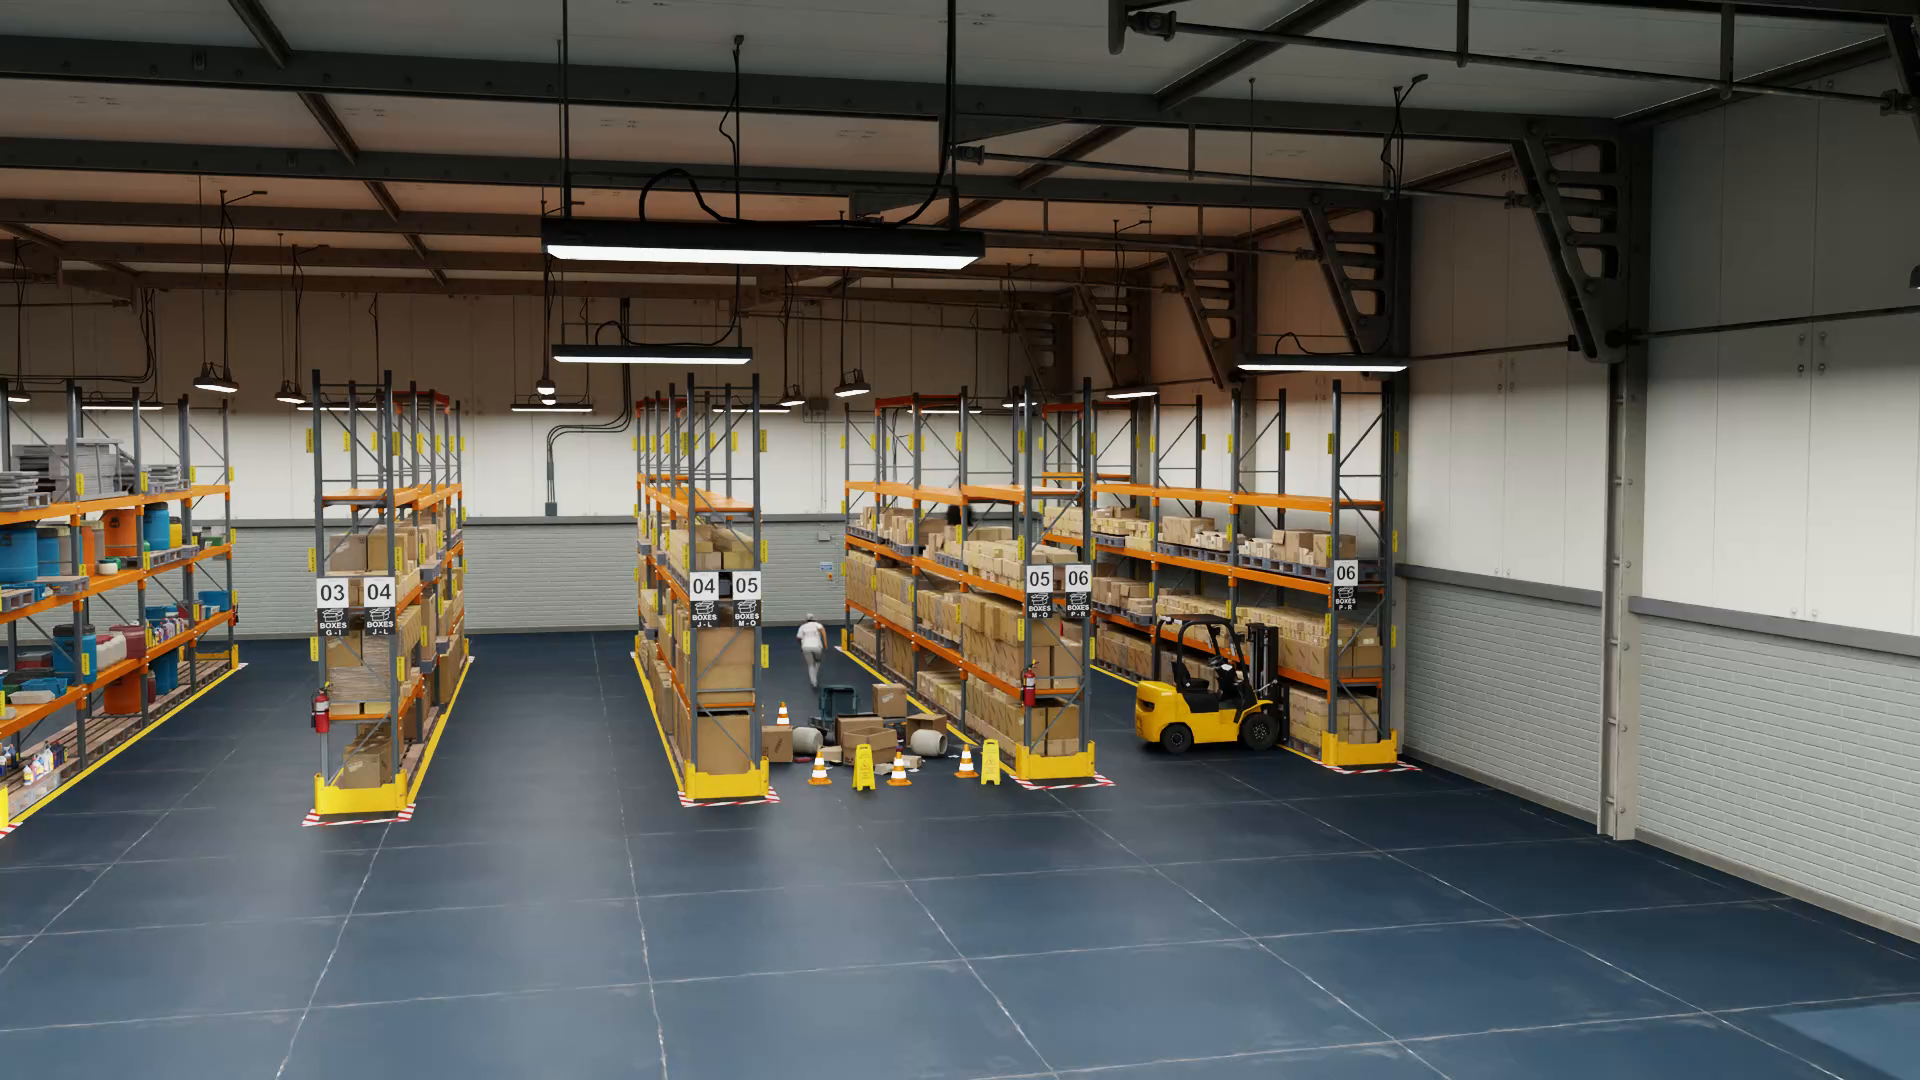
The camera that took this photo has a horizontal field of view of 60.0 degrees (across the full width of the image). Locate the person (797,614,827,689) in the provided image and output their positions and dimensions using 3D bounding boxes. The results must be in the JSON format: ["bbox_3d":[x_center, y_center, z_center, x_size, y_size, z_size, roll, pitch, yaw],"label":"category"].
[{"bbox_3d":[-3.020,2.286,33.939,0.622,1.485,1.066,0,3,-5],"label":"person"}]

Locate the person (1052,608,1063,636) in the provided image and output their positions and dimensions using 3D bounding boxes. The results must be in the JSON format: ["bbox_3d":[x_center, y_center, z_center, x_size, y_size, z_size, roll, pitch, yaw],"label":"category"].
[{"bbox_3d":[1.875,2.225,33.924,0.665,1.681,0.972,-2,4,-31],"label":"person"}]
